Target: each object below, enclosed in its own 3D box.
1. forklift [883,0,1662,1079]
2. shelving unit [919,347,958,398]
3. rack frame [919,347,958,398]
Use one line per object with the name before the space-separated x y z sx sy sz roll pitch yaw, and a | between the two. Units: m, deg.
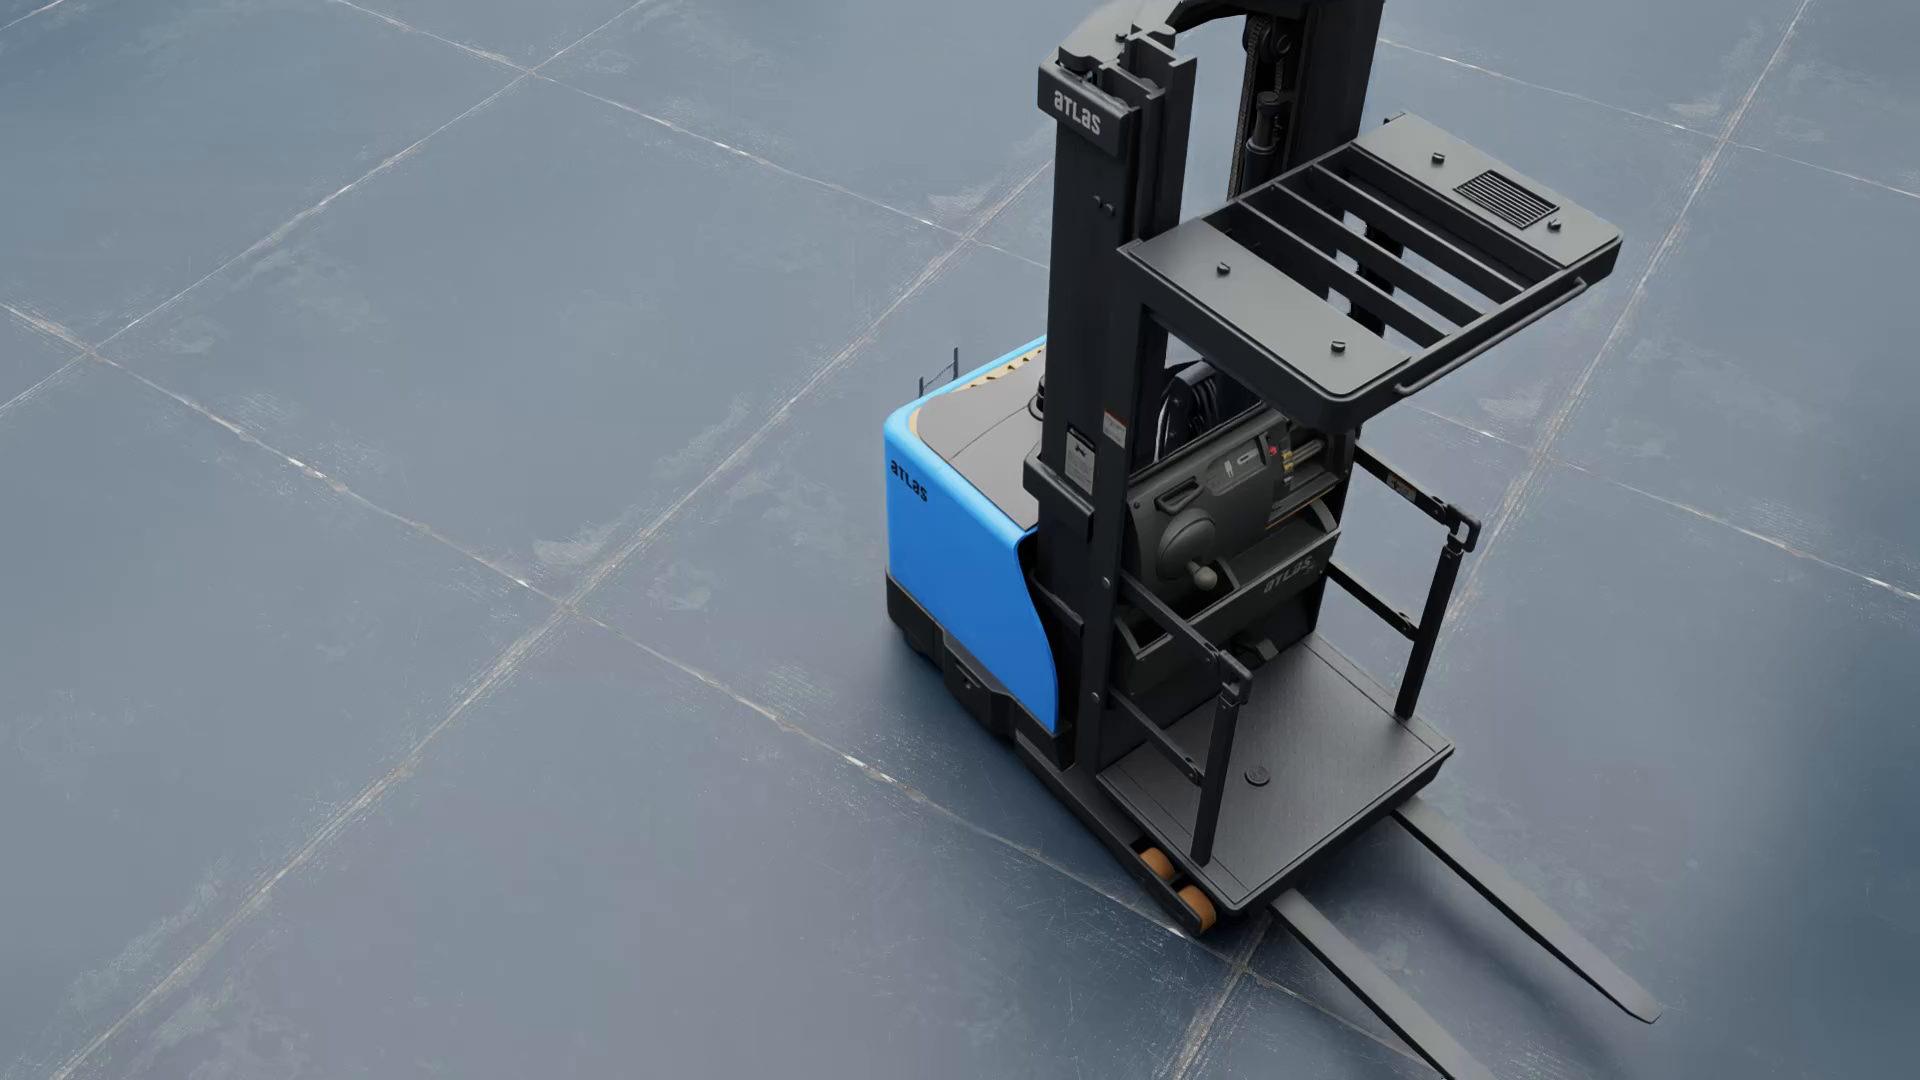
forklift | 1.012 -0.089 5.015 1.130 2.935 3.031 -29 53 -25
shelving unit | -0.001 -0.324 6.658 0.210 0.900 0.258 28 52 25
rack frame | -0.082 -0.367 6.701 0.006 0.900 0.240 28 52 25
